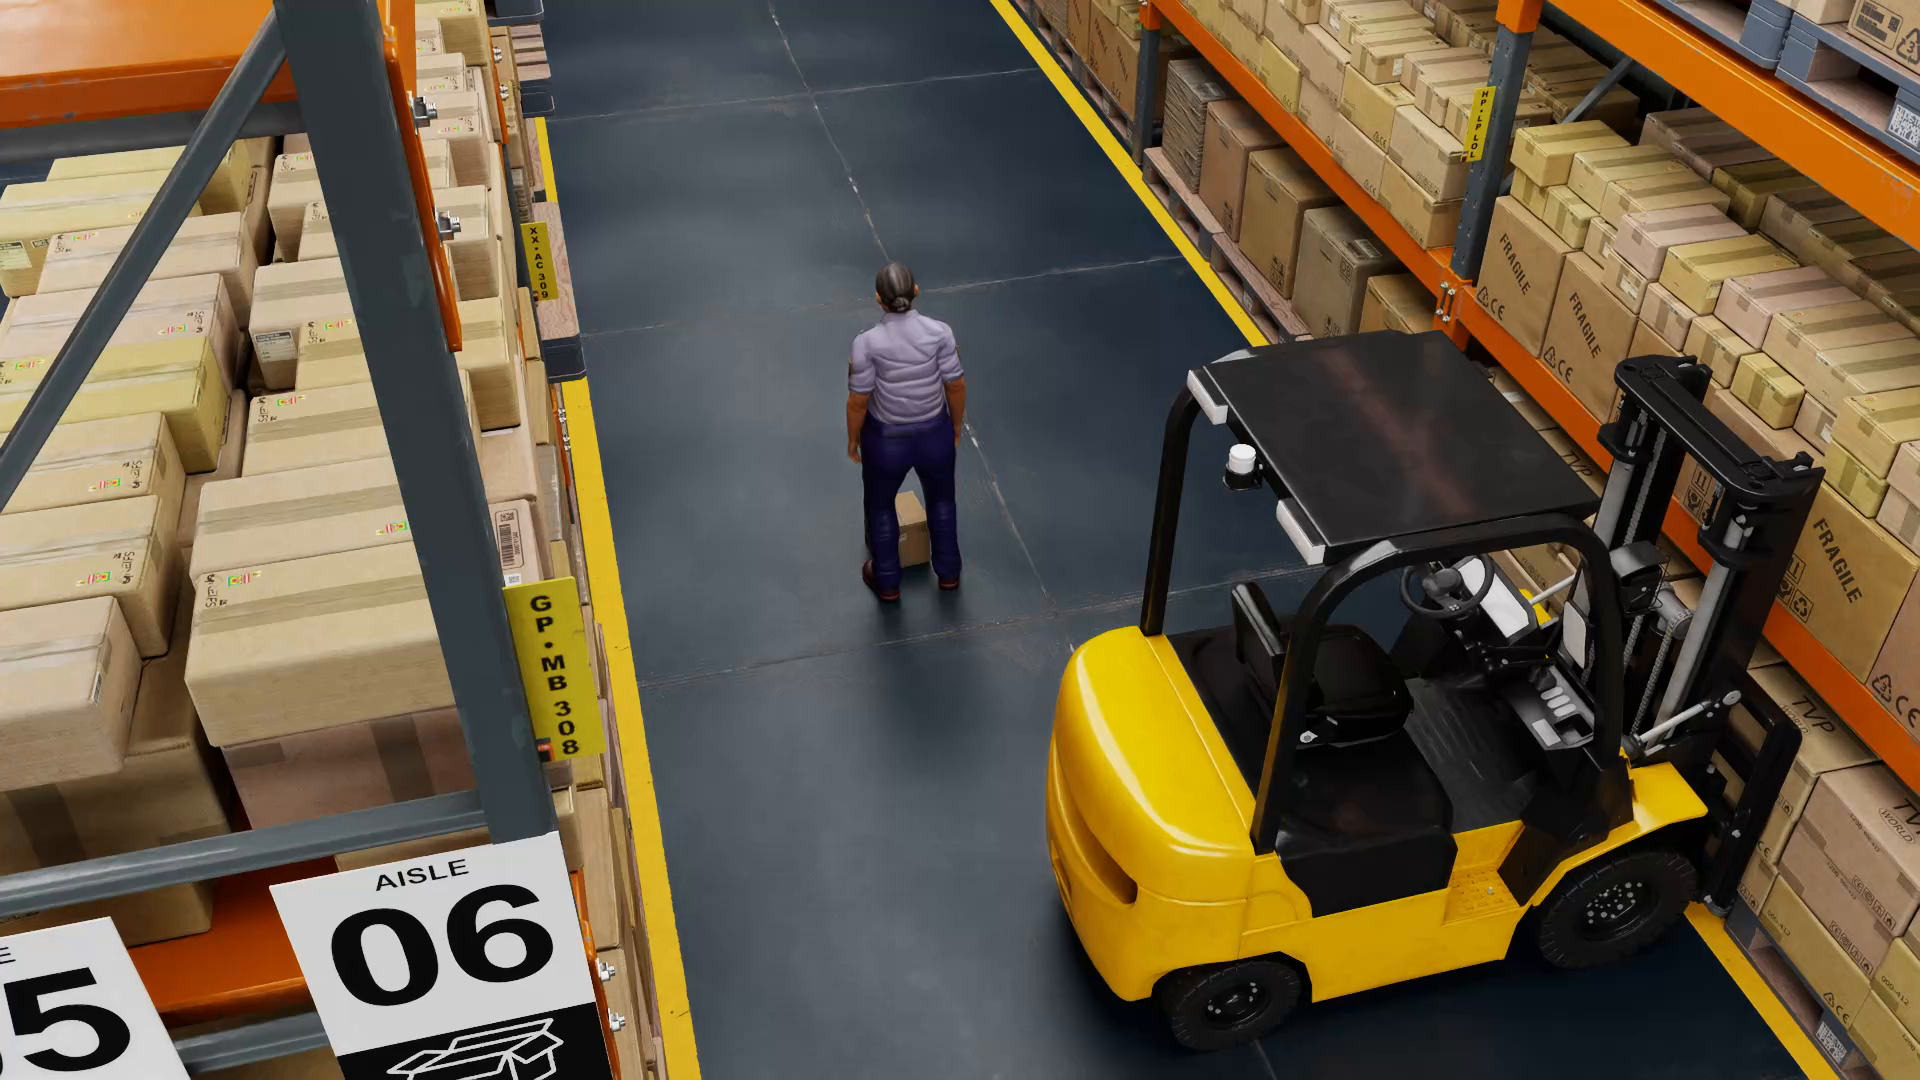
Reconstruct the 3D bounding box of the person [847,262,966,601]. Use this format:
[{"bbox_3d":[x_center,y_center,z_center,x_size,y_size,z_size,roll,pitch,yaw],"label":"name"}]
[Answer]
[{"bbox_3d":[-0.229,-0.444,7.290,0.538,1.638,0.371,-9,39,-11],"label":"person"}]
